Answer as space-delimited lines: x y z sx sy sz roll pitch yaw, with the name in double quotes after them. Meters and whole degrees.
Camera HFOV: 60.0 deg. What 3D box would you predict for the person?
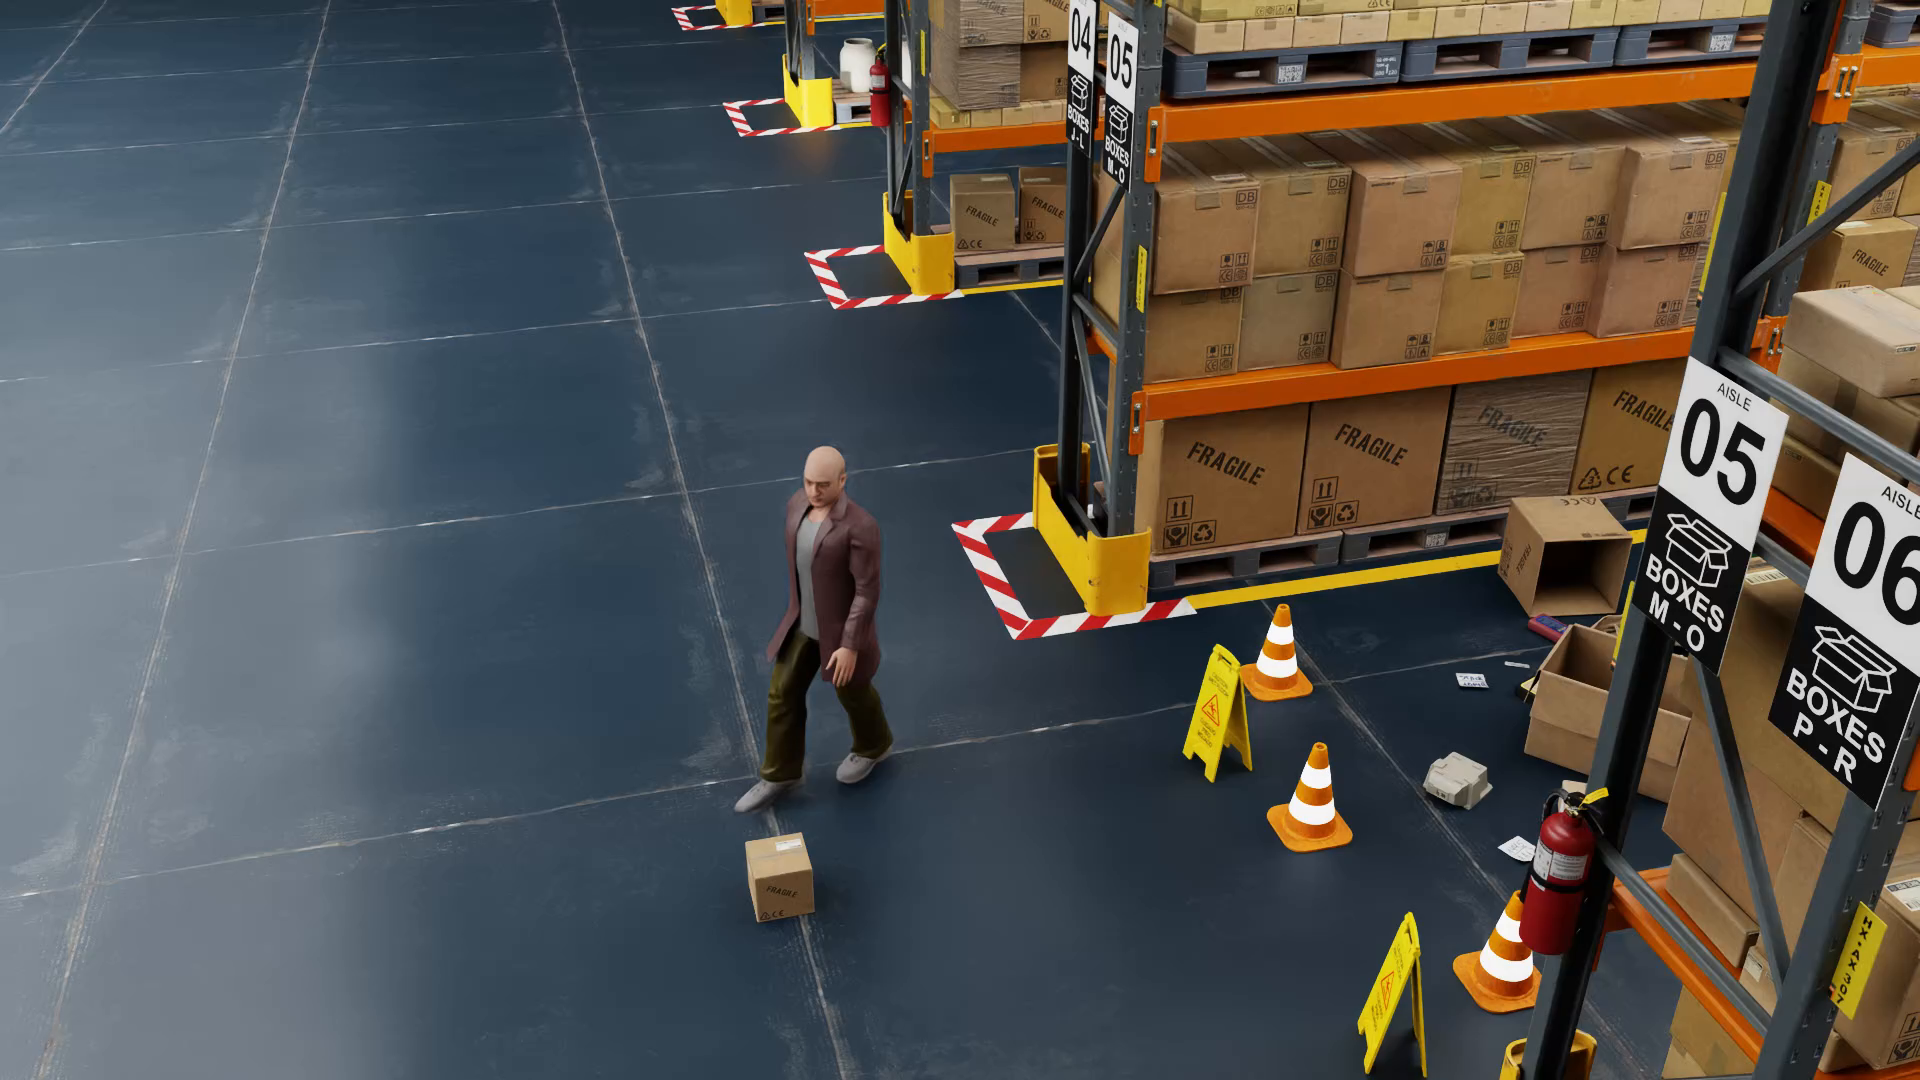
-0.651 0.508 7.578 0.653 1.588 0.812 22 36 33 "person"
